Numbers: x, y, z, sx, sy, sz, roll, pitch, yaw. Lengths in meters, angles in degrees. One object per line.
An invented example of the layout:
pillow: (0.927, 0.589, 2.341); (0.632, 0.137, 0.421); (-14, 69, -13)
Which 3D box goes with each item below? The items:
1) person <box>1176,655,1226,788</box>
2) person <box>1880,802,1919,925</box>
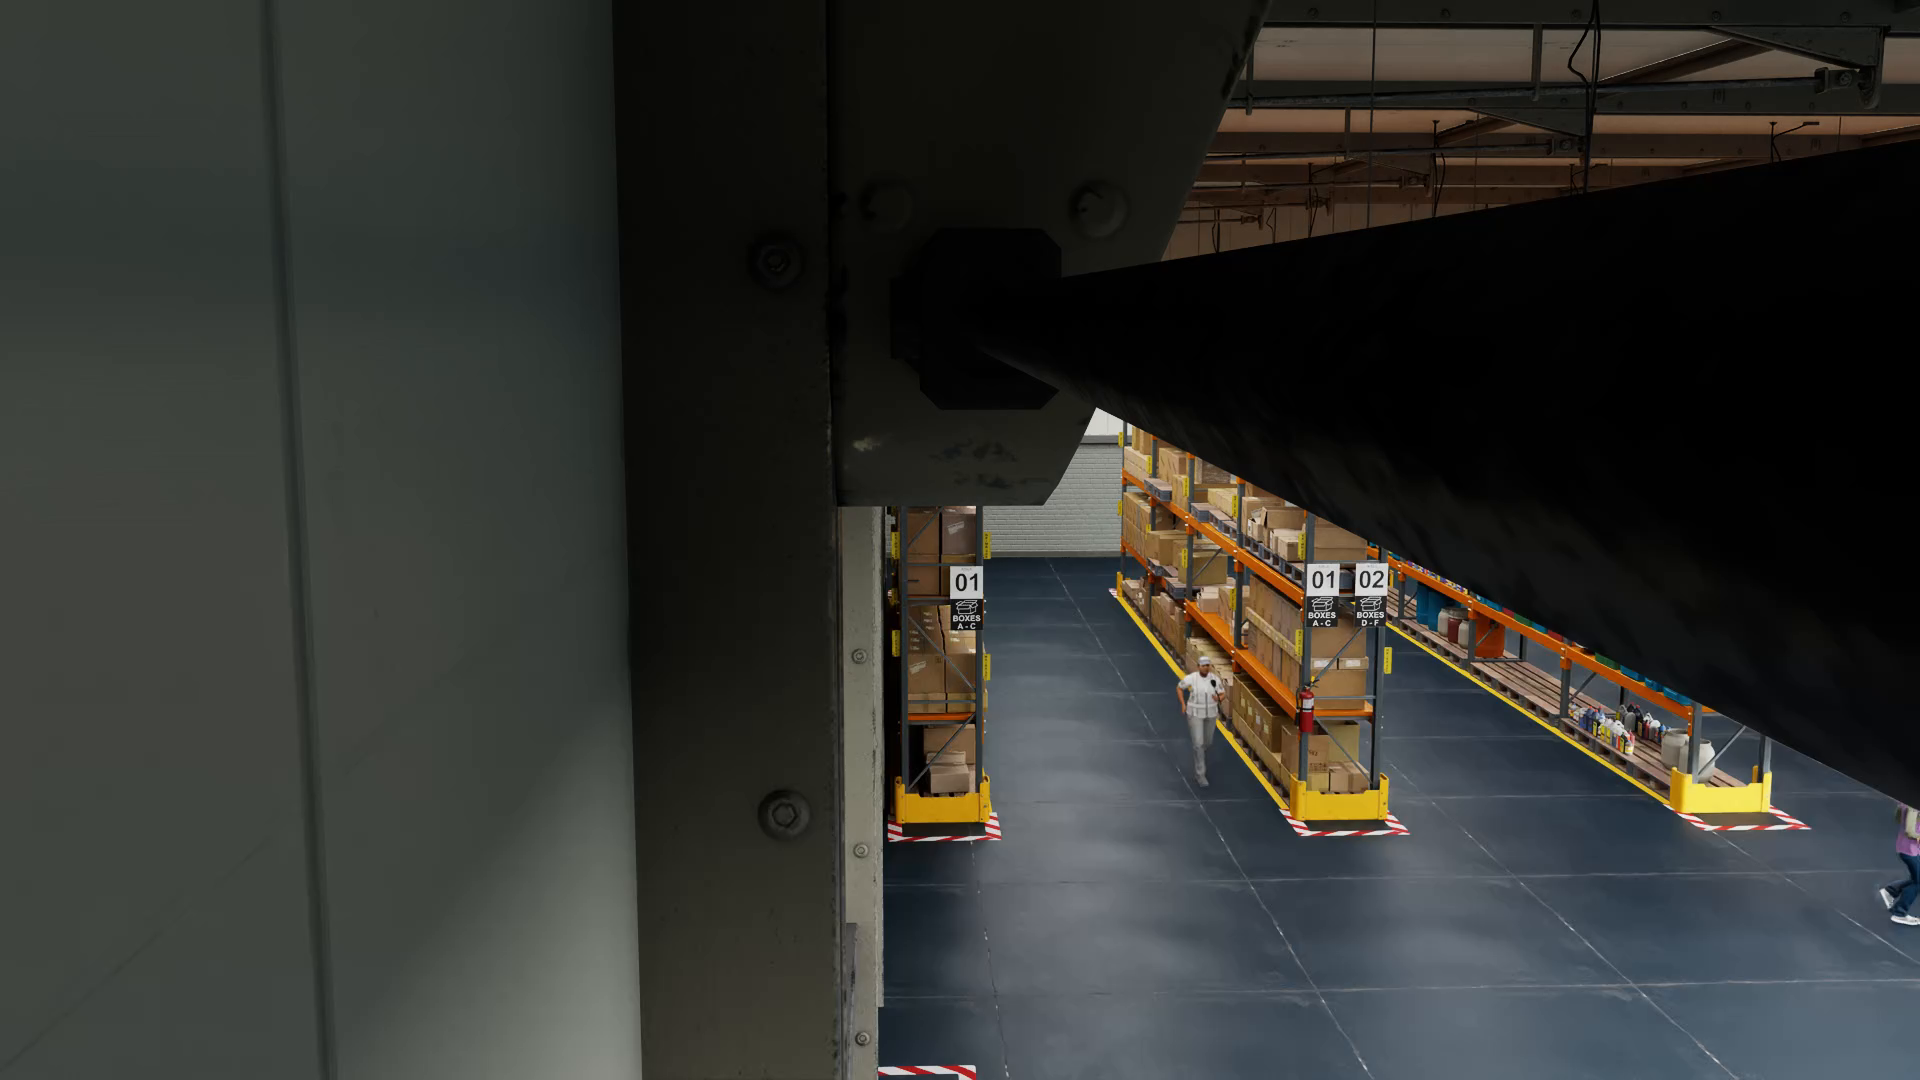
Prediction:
person: (3.245, 2.375, 22.280); (0.594, 1.689, 0.895); (-2, 8, -12)
person: (9.778, 3.188, 17.037); (0.551, 1.539, 0.530); (4, 9, 25)
